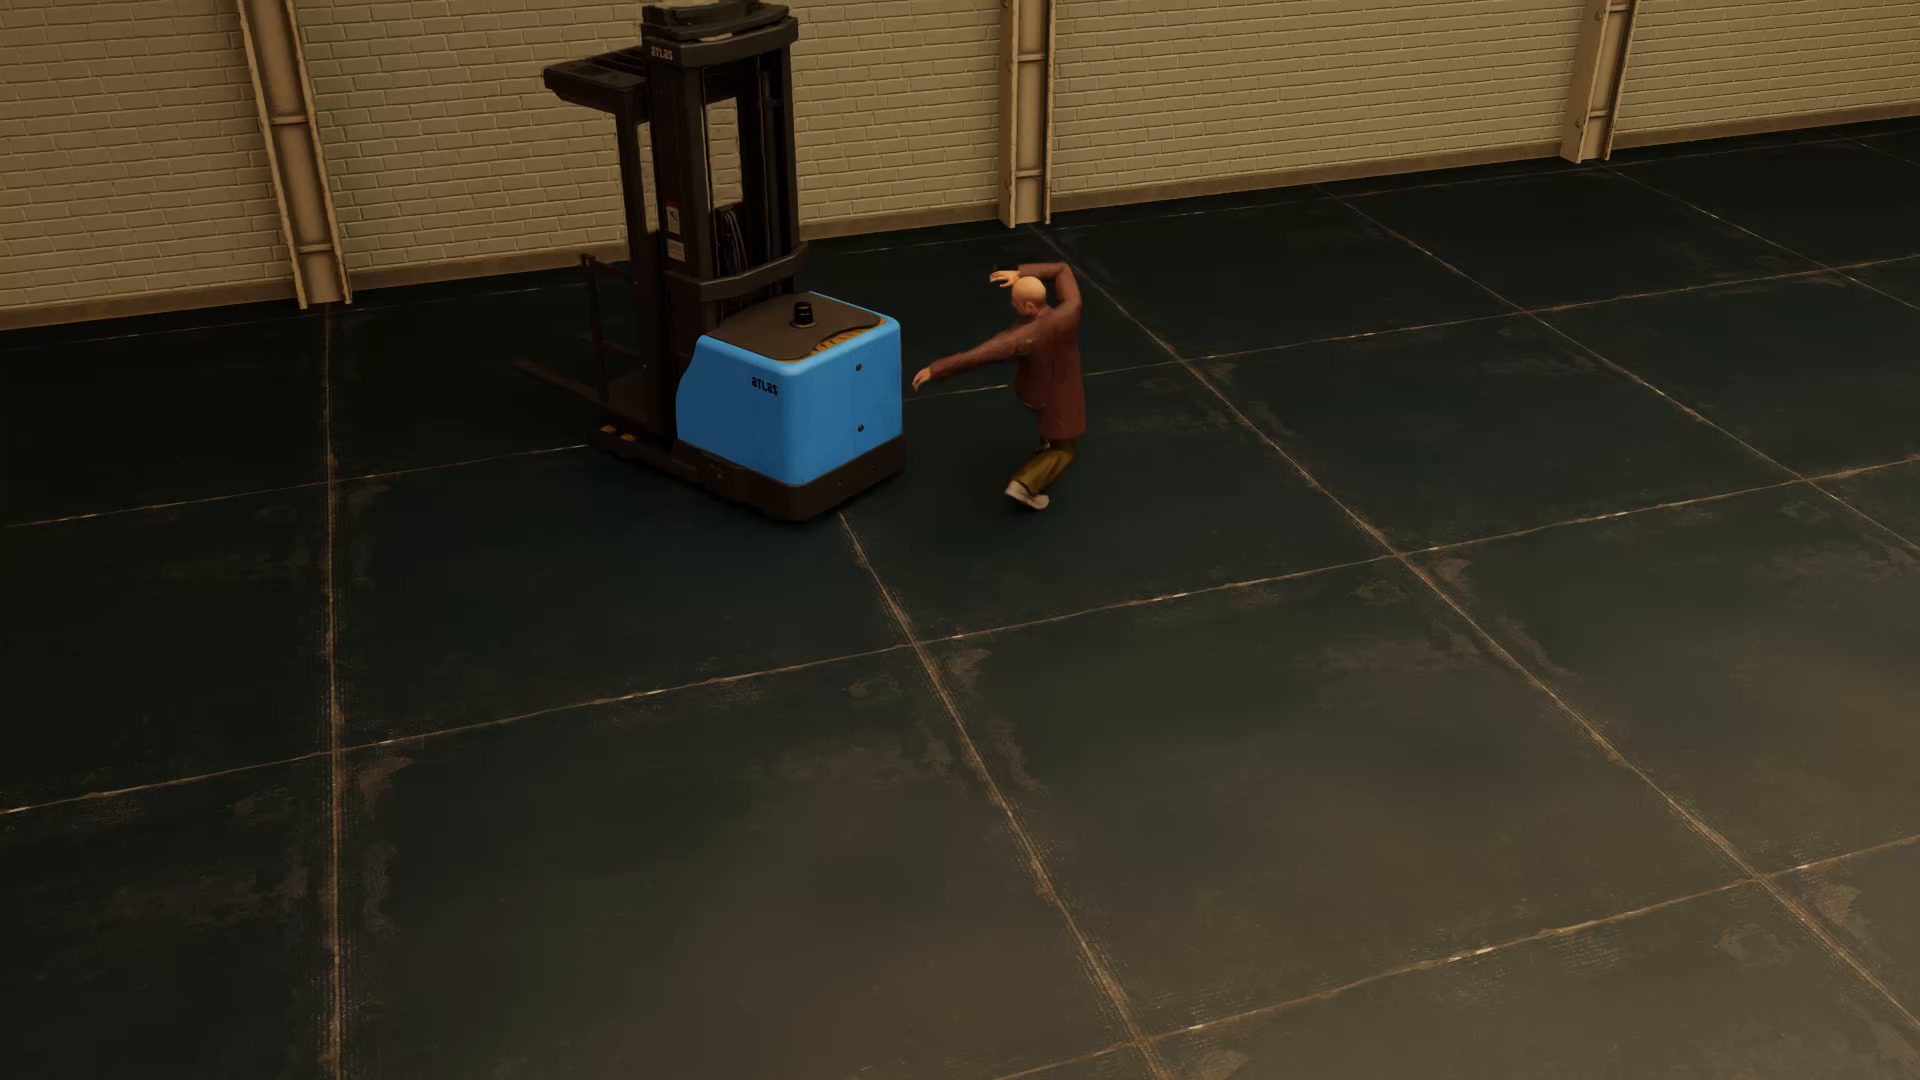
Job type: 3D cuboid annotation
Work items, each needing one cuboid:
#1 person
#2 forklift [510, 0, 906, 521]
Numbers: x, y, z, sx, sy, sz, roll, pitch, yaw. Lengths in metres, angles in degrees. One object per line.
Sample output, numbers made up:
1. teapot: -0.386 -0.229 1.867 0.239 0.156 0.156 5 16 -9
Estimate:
1. person: 0.278 -1.011 10.322 1.044 1.477 1.030 4 30 7
2. forklift: -1.809 -1.982 10.532 3.031 2.935 1.130 22 37 34
